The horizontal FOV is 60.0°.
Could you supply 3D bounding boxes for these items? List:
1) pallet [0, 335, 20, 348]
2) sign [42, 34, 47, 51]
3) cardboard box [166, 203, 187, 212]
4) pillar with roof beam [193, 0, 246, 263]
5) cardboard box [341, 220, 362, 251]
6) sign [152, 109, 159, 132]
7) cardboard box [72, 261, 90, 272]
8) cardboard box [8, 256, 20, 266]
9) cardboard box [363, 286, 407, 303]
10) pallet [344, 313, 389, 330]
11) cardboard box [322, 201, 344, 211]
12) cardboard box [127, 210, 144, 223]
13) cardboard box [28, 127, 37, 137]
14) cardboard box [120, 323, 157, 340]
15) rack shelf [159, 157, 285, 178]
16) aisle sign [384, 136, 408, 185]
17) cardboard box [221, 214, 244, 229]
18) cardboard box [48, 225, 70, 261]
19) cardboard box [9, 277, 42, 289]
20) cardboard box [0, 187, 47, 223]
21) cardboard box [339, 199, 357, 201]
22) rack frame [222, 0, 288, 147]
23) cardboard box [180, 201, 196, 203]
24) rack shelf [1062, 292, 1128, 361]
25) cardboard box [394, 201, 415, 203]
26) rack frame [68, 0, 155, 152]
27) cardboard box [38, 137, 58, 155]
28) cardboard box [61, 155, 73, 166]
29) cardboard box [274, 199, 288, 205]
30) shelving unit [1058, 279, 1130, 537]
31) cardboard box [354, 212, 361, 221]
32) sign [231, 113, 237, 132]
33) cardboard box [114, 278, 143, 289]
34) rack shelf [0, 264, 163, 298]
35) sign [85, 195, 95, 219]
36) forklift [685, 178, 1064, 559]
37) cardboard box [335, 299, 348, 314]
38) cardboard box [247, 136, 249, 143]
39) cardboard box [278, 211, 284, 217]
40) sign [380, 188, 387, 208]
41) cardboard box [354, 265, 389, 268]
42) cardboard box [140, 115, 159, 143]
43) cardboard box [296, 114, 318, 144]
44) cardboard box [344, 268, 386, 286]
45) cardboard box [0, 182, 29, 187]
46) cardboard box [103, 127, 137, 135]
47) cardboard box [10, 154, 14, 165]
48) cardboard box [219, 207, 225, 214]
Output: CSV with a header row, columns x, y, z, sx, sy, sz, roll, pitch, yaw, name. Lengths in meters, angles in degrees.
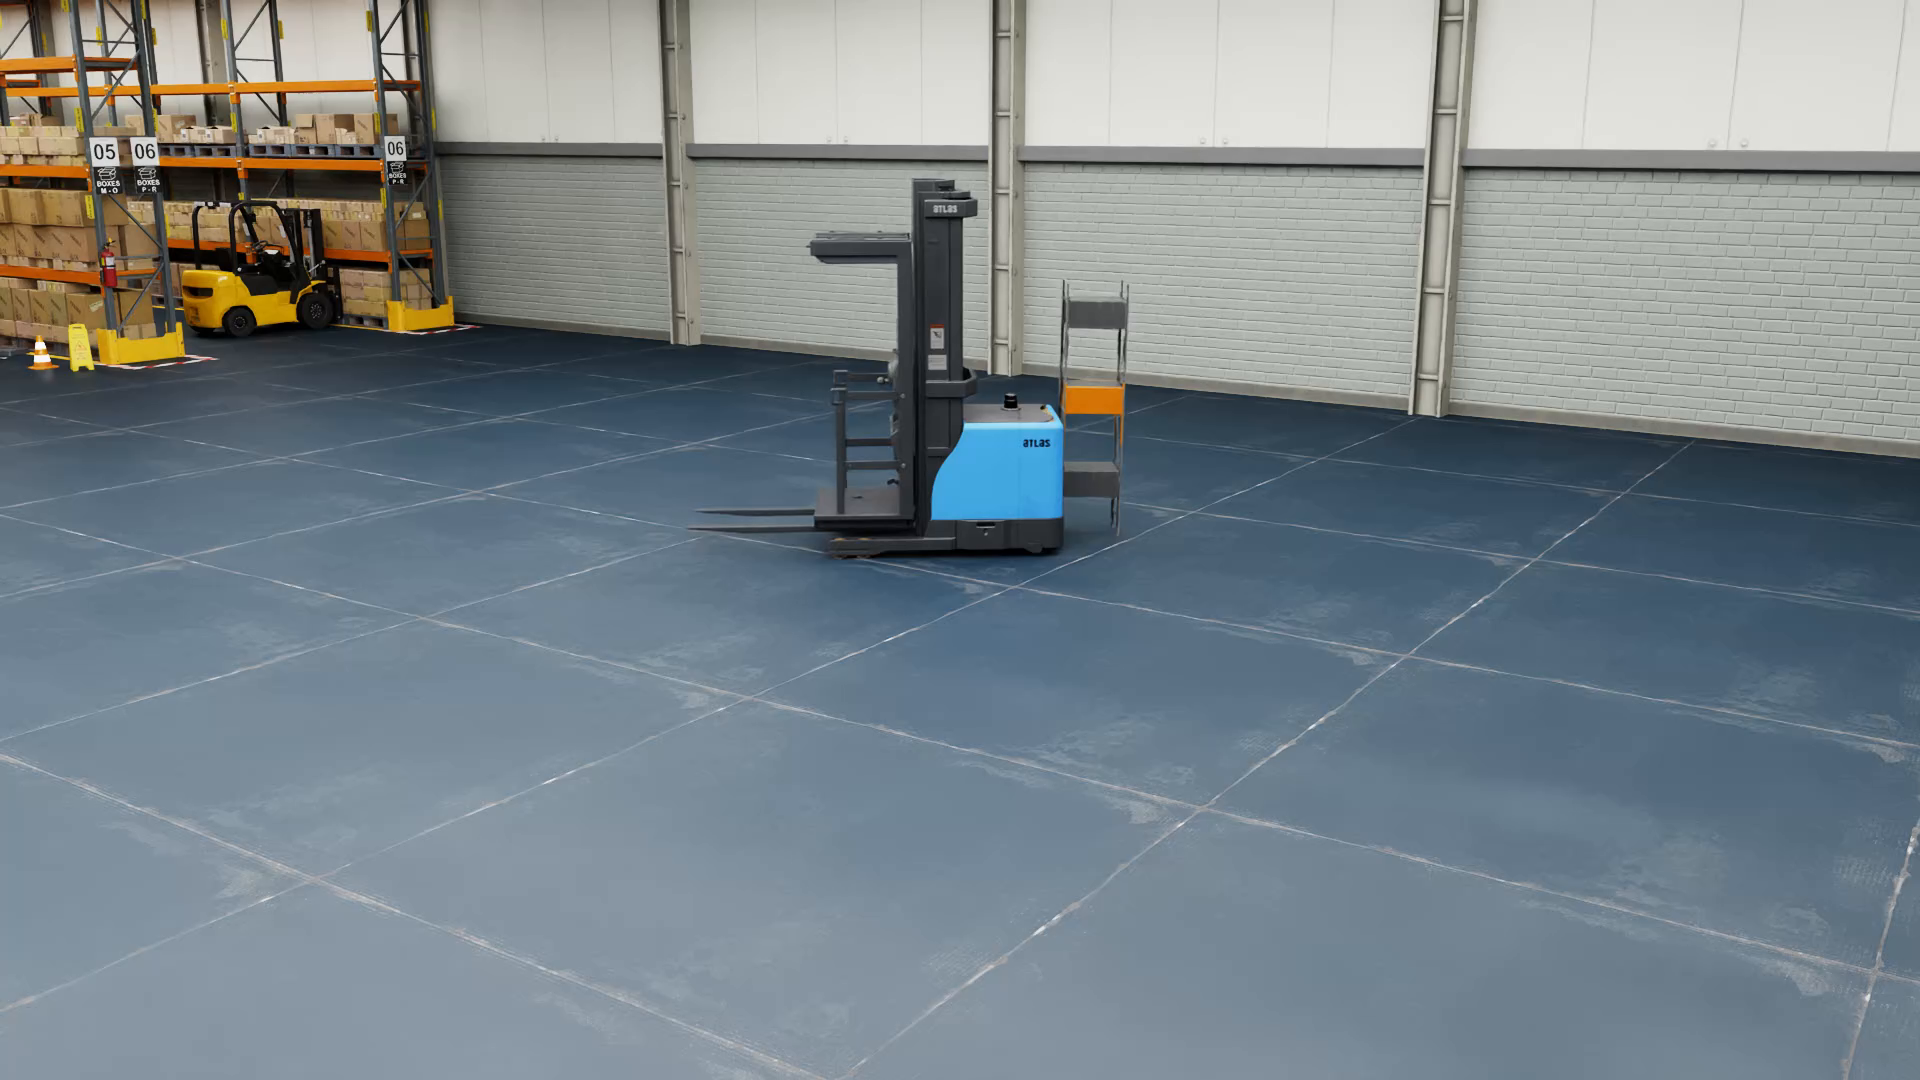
x,y,z,sx,sy,sz,roll,pitch,yaw,name
-14.762,-3.216,26.374,1.213,0.211,1.003,9,17,33,pallet
-18.905,-10.269,34.306,0.005,0.325,0.100,9,17,33,sign
-14.714,-6.270,31.350,0.250,0.149,0.380,10,17,34,cardboard box
-16.709,-8.237,28.372,0.400,9.000,9.100,9,17,33,pillar with roof beam
-10.233,-5.240,28.539,0.500,0.500,0.500,10,17,35,cardboard box
-11.717,-6.104,24.178,0.005,0.325,0.100,9,17,33,sign
-12.722,-4.013,24.315,0.250,0.149,0.380,9,16,32,cardboard box
-14.201,-4.251,25.274,0.250,0.149,0.380,9,17,33,cardboard box
-9.831,-4.221,28.439,0.500,0.250,0.500,9,16,32,cardboard box
-9.911,-3.847,28.923,1.213,0.211,1.003,9,17,33,pallet
-10.783,-5.771,28.716,0.250,0.149,0.380,10,17,34,cardboard box
-15.673,-6.235,32.042,0.500,0.250,0.500,9,17,33,cardboard box
-13.463,-6.015,24.500,0.250,0.149,0.380,9,16,31,cardboard box
-12.535,-3.148,25.147,0.500,0.250,0.500,9,17,32,cardboard box
-14.232,-7.017,31.183,4.000,0.370,1.077,9,17,33,rack shelf
-9.362,-6.300,27.622,0.004,0.787,0.394,9,17,33,aisle sign
-13.122,-5.827,30.392,0.500,0.250,0.500,9,16,32,cardboard box
-13.037,-4.395,24.506,0.500,0.500,0.500,9,17,33,cardboard box
-14.277,-3.934,25.412,0.250,0.149,0.380,10,17,36,cardboard box
-14.282,-5.083,25.205,0.500,0.500,0.700,9,16,32,cardboard box
-10.901,-5.949,29.437,0.250,0.149,0.380,10,17,34,cardboard box
-12.572,-8.554,29.653,0.127,3.000,1.000,9,17,33,rack frame
-14.805,-6.460,32.120,0.250,0.149,0.380,9,16,32,cardboard box
1.104,-1.763,13.701,0.480,0.518,0.431,0,14,-3,rack shelf
-9.598,-5.749,28.630,0.250,0.149,0.380,10,17,35,cardboard box
-12.020,-7.028,23.486,0.127,3.000,1.000,9,17,33,rack frame
-13.004,-5.729,24.173,0.500,0.250,0.500,9,16,32,cardboard box
-12.697,-5.469,23.953,0.250,0.149,0.380,9,17,33,cardboard box
-11.989,-5.999,29.637,0.250,0.149,0.380,9,16,32,cardboard box
1.091,-1.097,13.866,0.503,2.100,0.431,0,14,-3,shelving unit
-10.107,-5.535,28.384,0.250,0.149,0.380,10,17,34,cardboard box
-12.867,-7.393,29.471,0.005,0.325,0.100,9,17,33,sign
-16.362,-5.183,32.847,0.500,0.500,0.500,10,17,34,cardboard box
-13.680,-4.035,25.377,4.000,0.370,1.077,9,17,33,rack shelf
-12.346,-4.723,23.594,0.005,0.325,0.100,9,17,33,sign
-0.702,-1.400,13.378,3.031,2.935,1.130,-1,14,-3,forklift
-10.637,-4.113,29.042,0.500,0.250,0.500,9,17,33,cardboard box
-13.167,-7.382,30.599,0.250,0.149,0.380,9,17,33,cardboard box
-11.843,-5.799,29.448,0.250,0.149,0.380,10,17,34,cardboard box
-9.567,-5.677,27.610,0.005,0.325,0.100,9,17,33,sign
-10.372,-4.698,29.327,0.500,0.250,0.500,9,17,32,cardboard box
-14.952,-7.742,31.324,0.500,0.500,0.700,9,16,32,cardboard box
-11.014,-7.119,28.798,0.637,0.503,0.797,10,17,35,cardboard box
-10.236,-4.527,28.637,0.500,0.250,0.500,10,17,34,cardboard box
-20.297,-7.404,35.621,0.500,0.500,0.500,9,16,31,cardboard box
-12.201,-5.925,24.138,0.250,0.149,0.380,9,17,32,cardboard box
-13.936,-5.688,24.840,0.250,0.149,0.380,9,17,33,cardboard box
-13.377,-6.082,30.590,0.250,0.149,0.380,9,17,33,cardboard box
